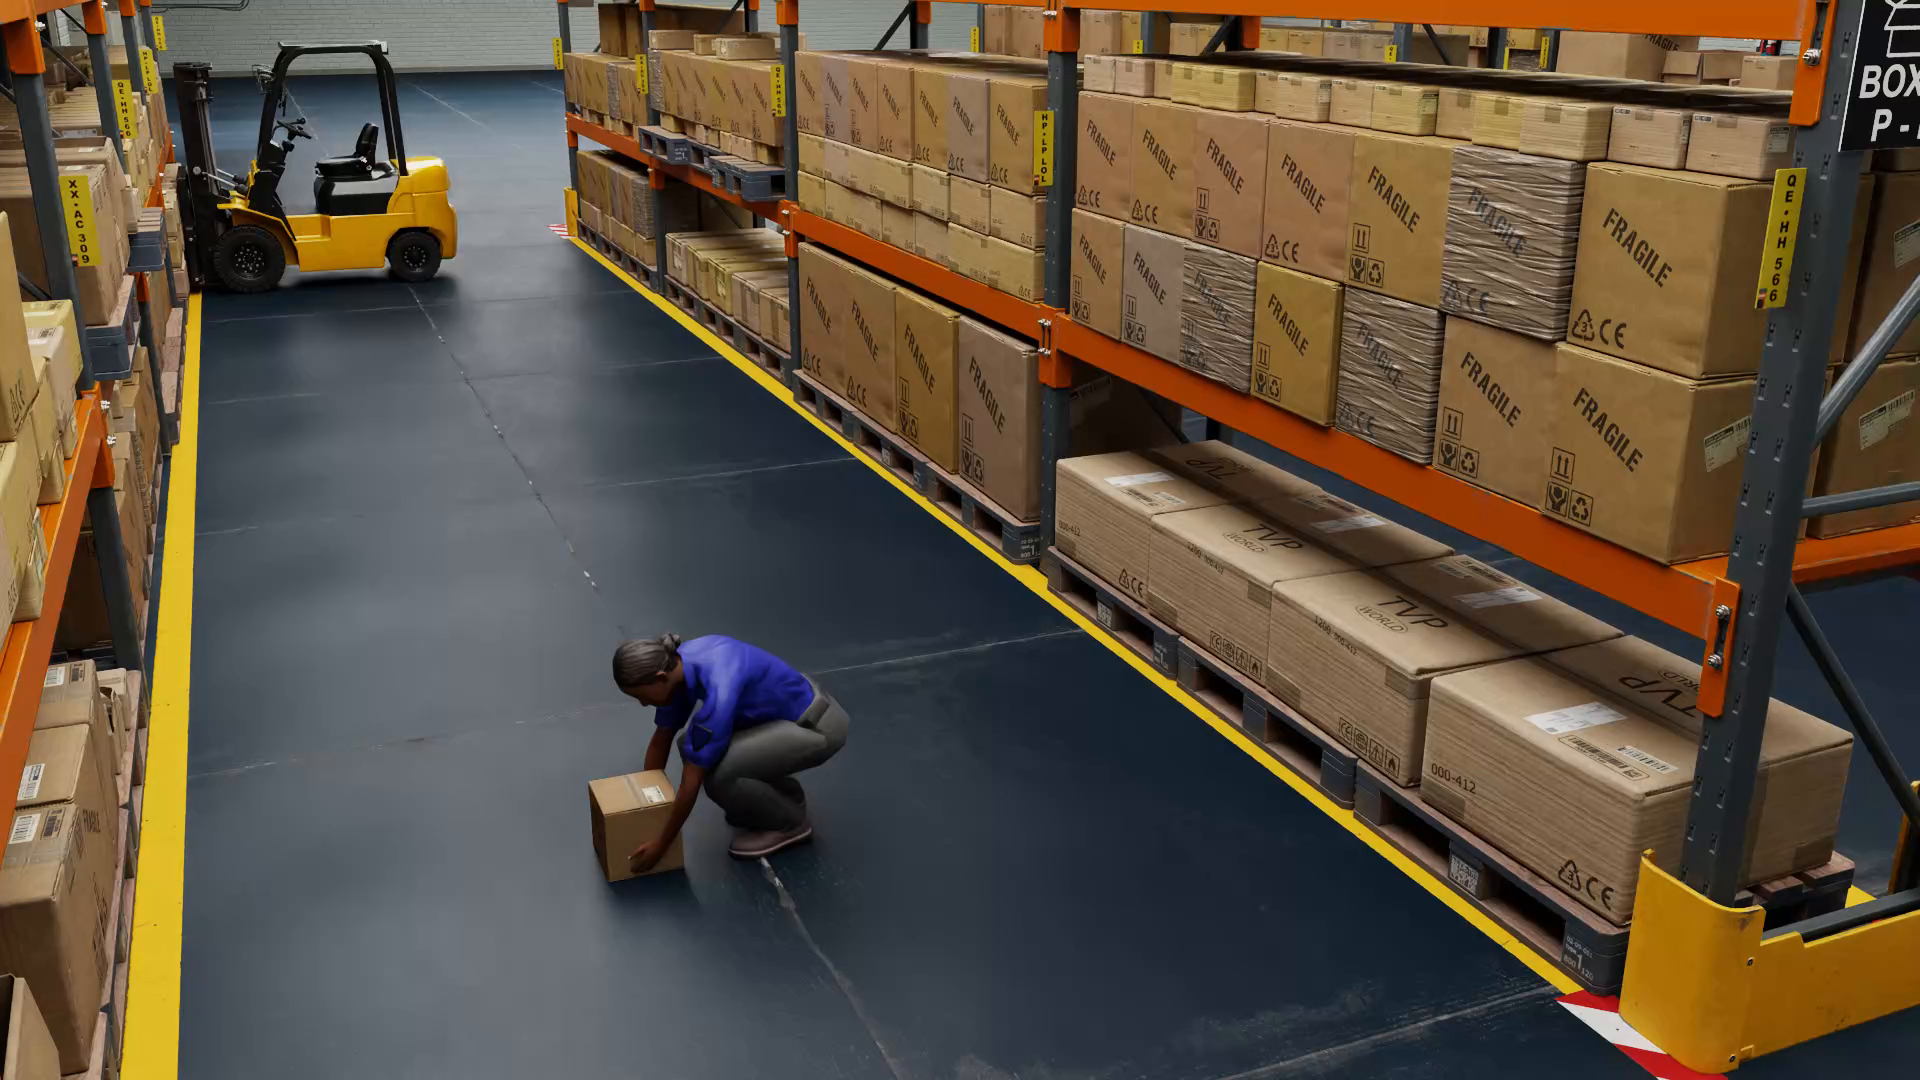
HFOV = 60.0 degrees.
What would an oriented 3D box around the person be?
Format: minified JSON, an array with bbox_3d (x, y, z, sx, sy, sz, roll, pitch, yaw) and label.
[{"bbox_3d":[-0.761,0.640,5.534,0.810,0.811,0.478,-8,20,-22],"label":"person"}]
